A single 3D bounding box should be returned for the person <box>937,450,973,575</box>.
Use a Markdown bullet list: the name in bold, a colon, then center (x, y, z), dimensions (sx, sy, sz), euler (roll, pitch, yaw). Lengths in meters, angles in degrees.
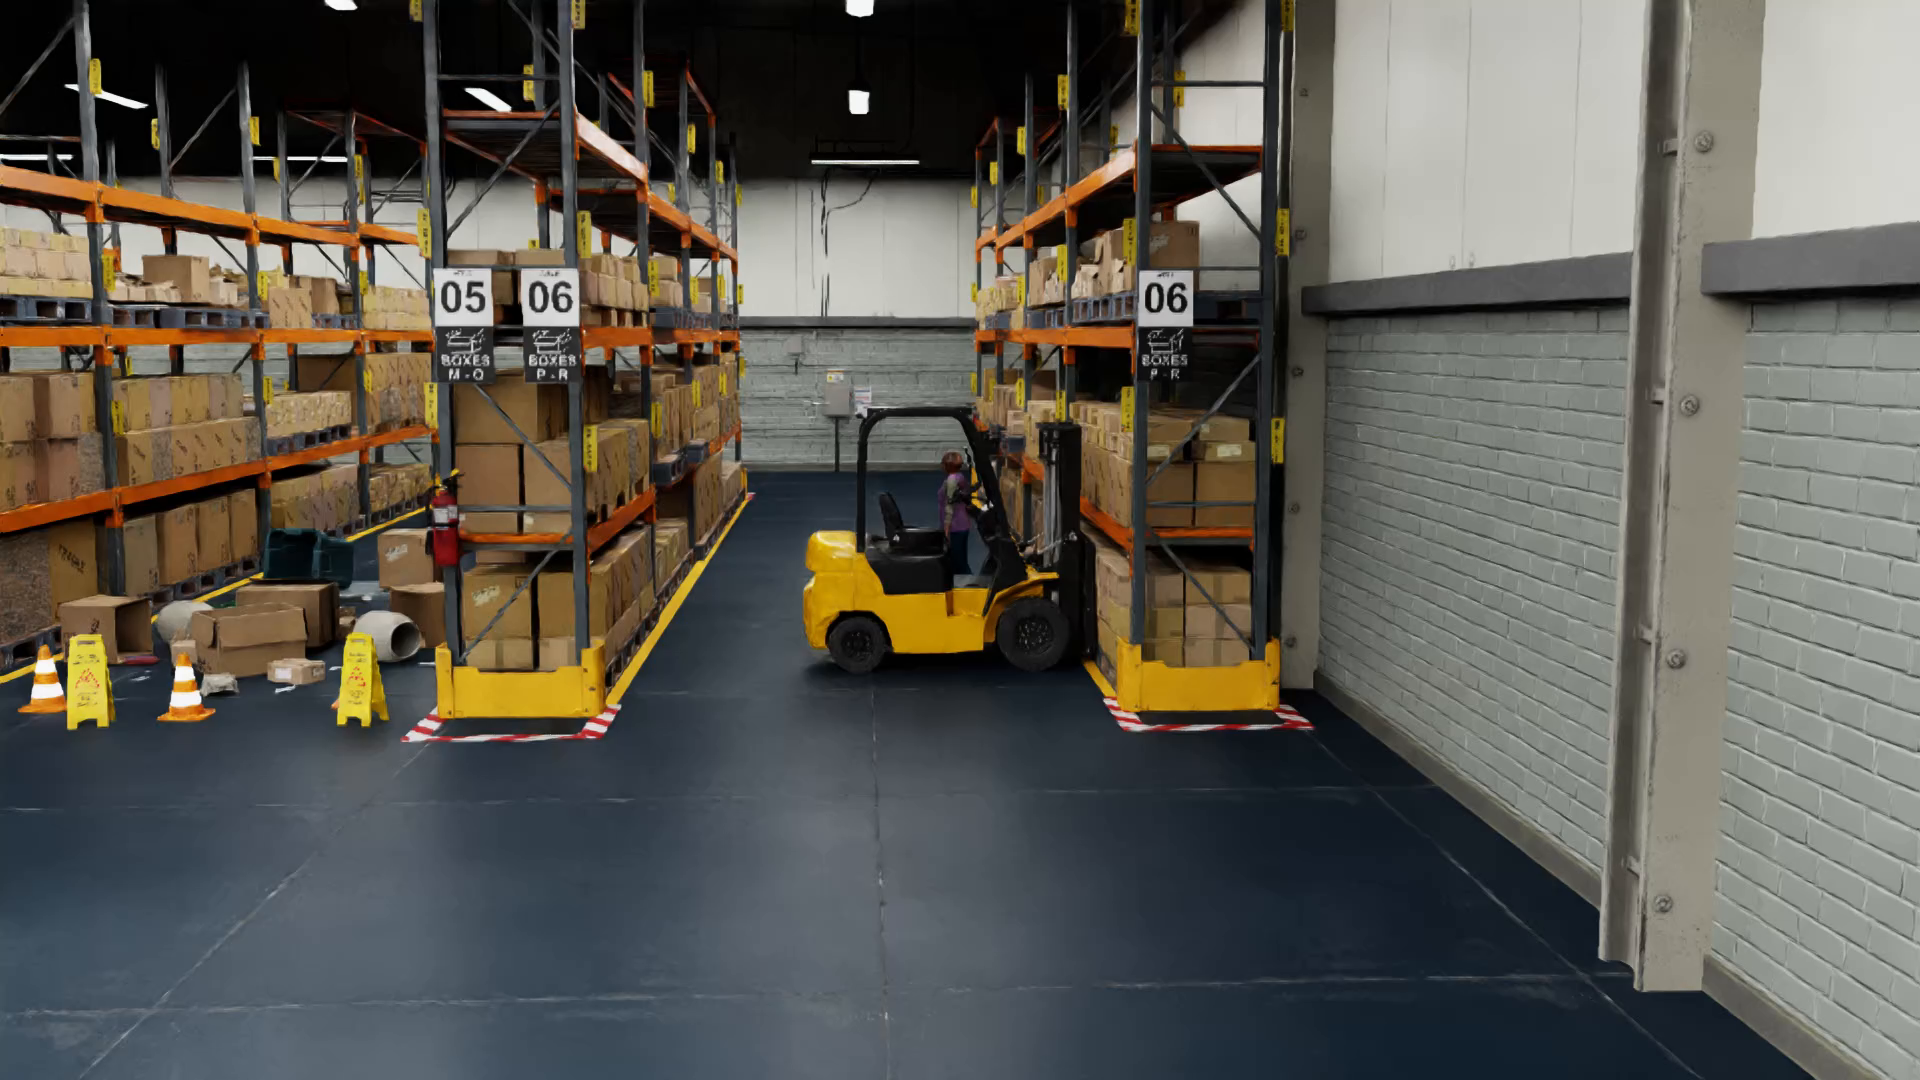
- **person**: center (-0.076, -0.070, 16.333), dimensions (0.532, 1.550, 0.550), euler (1, 7, 8)
